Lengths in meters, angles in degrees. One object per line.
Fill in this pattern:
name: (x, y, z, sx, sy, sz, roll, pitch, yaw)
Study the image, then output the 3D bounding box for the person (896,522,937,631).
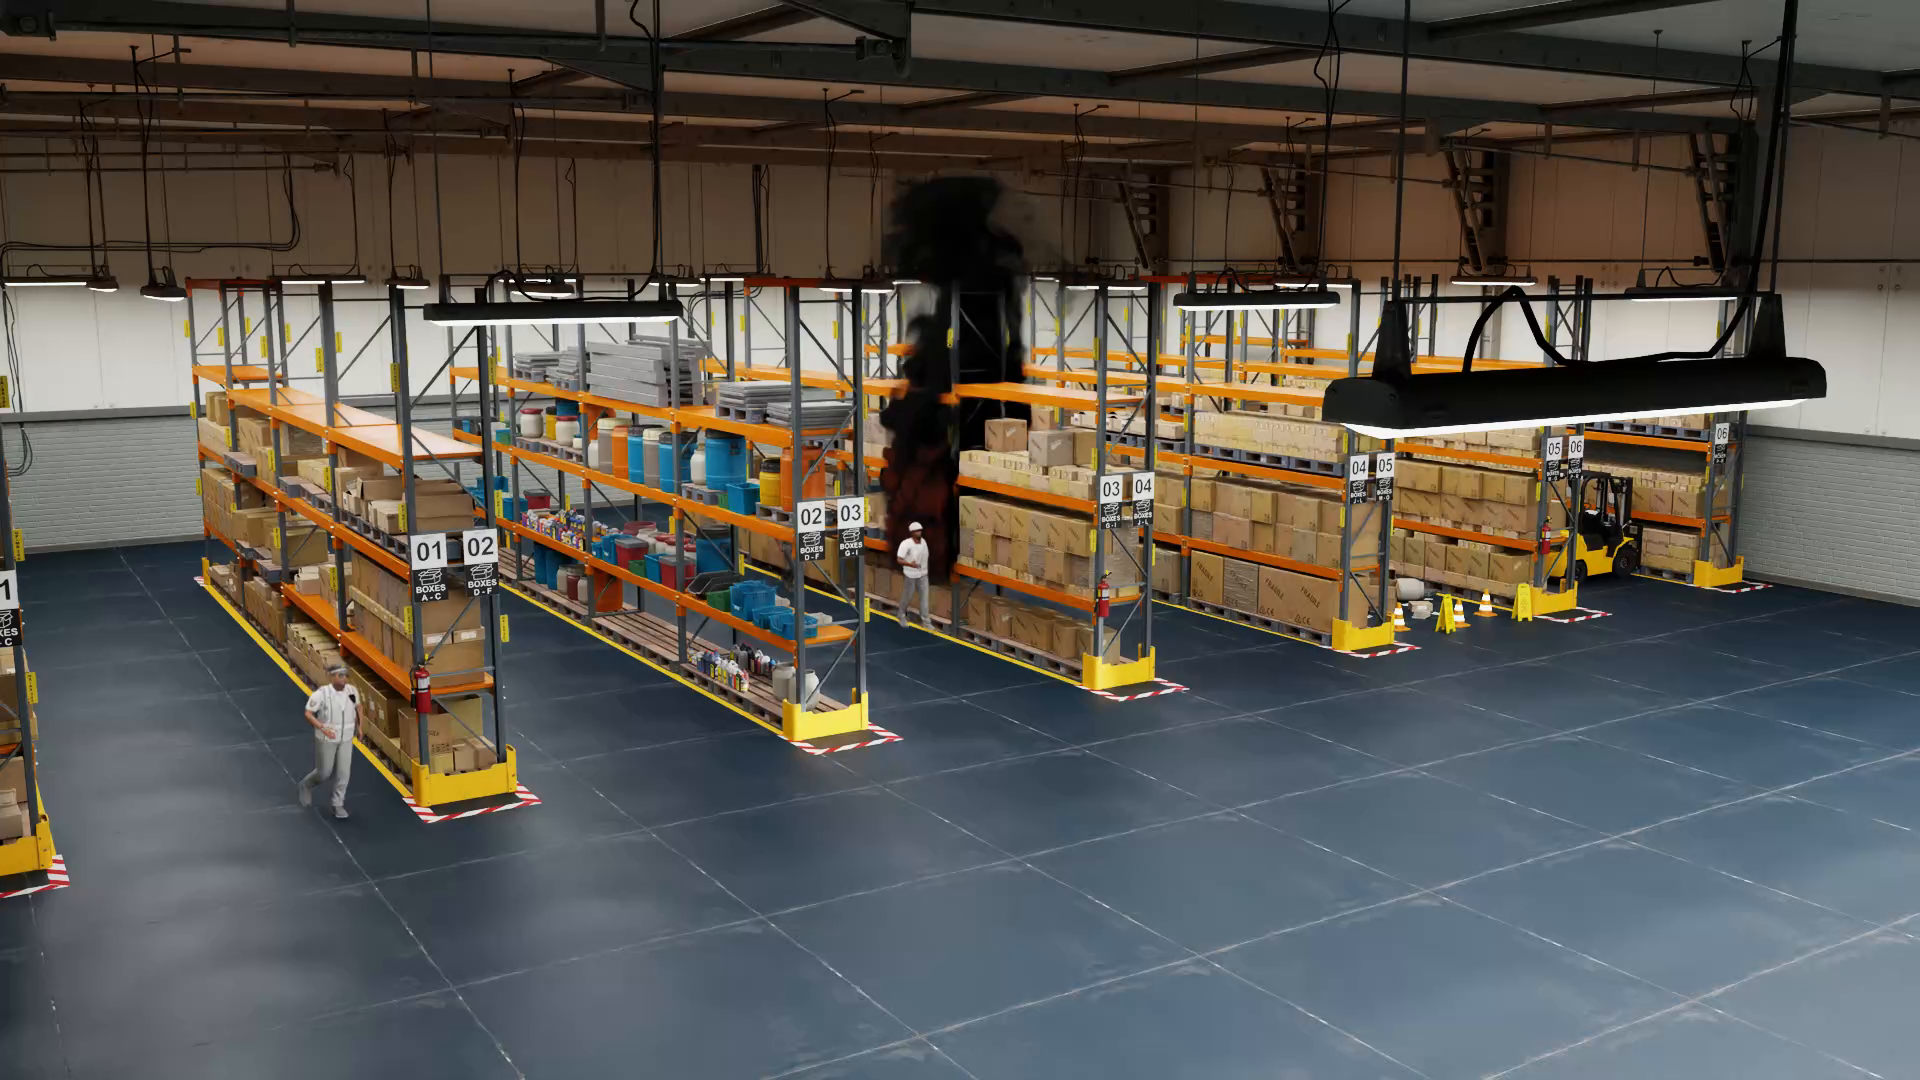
person: (-0.730, 0.601, 27.373, 0.693, 1.808, 0.925, -7, 12, -38)

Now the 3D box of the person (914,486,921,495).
person: (-0.941, -1.713, 42.906, 0.629, 1.740, 0.641, -6, 11, -30)

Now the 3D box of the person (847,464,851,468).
person: (-2.690, -0.973, 38.871, 0.674, 1.646, 0.693, -7, 12, -35)

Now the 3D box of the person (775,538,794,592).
person: (-3.059, 0.172, 30.440, 0.559, 1.608, 0.579, -8, 12, -38)

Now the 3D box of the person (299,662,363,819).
person: (-7.222, 2.269, 19.271, 0.797, 1.748, 0.717, 9, 13, 43)
